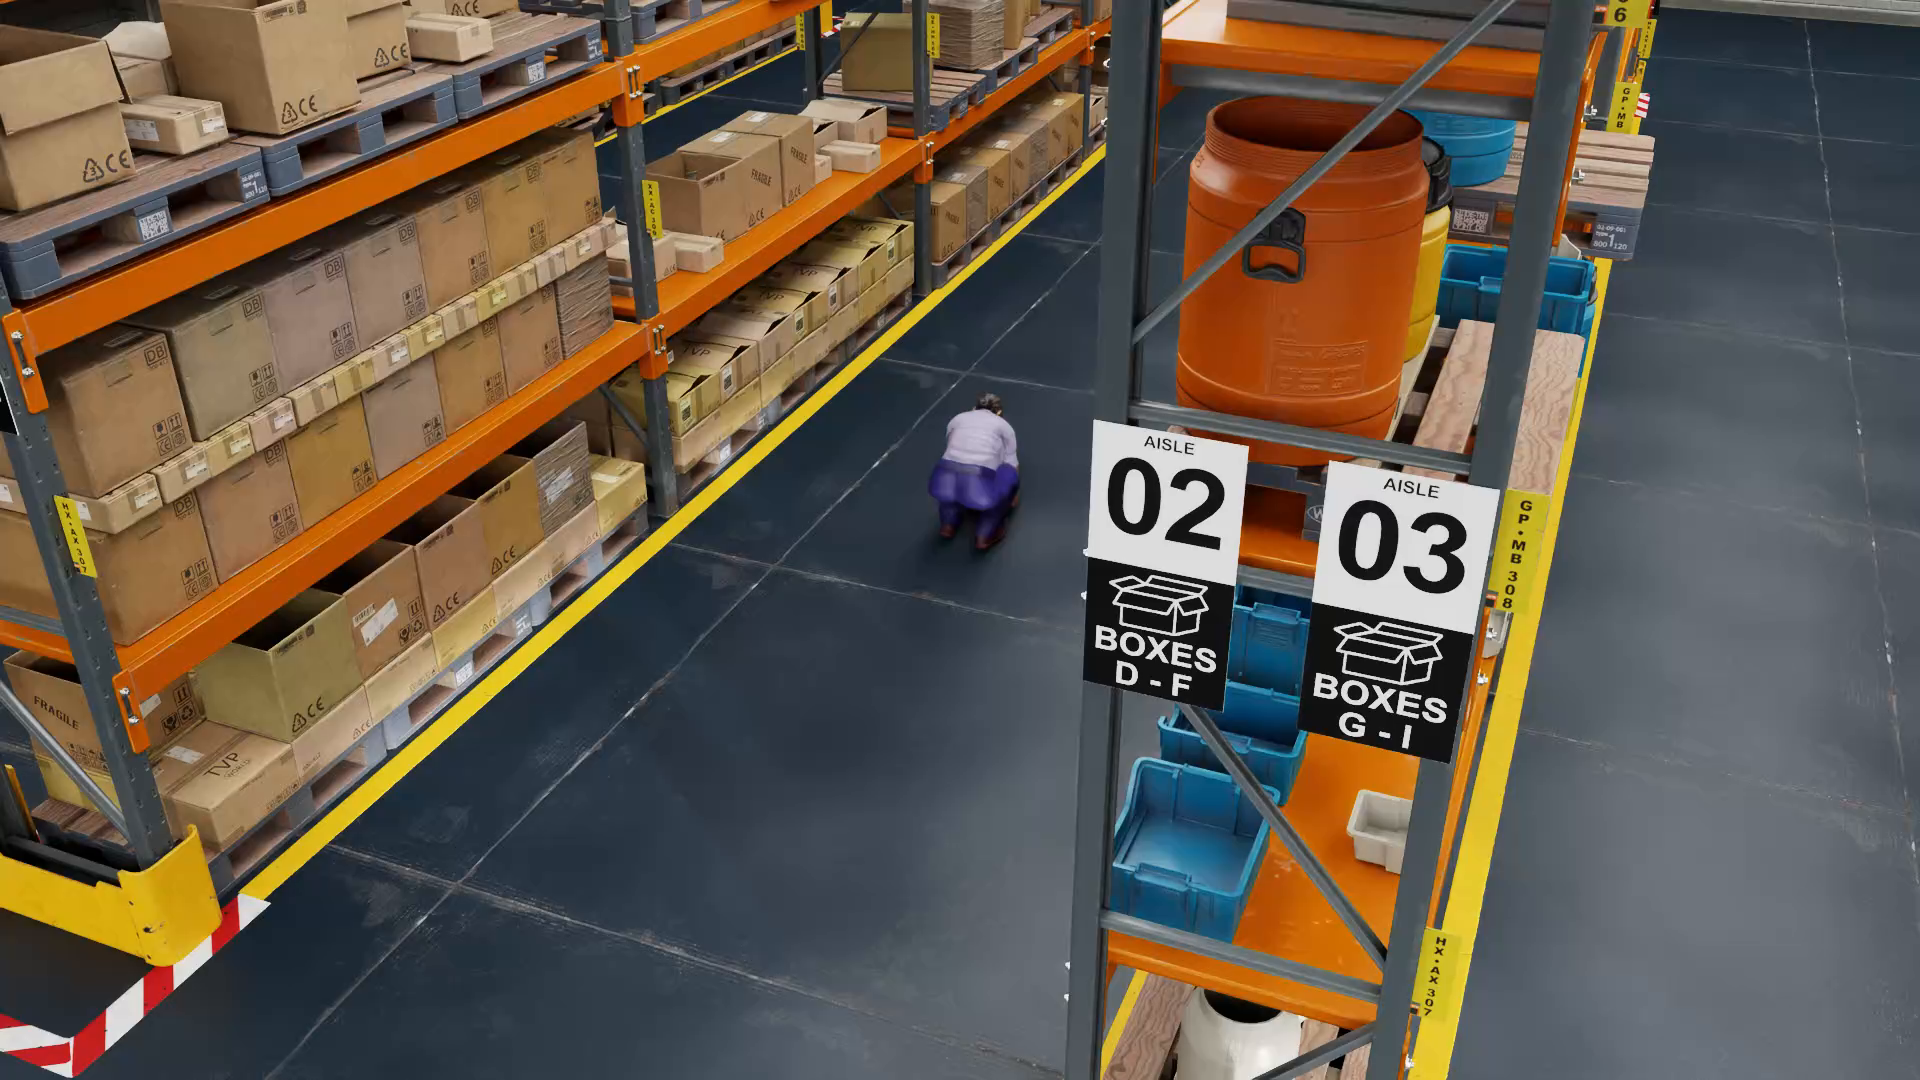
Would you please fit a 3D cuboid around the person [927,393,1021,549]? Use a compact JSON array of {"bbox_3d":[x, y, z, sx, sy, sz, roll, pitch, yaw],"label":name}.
[{"bbox_3d":[0.103,-0.397,10.053,0.500,0.777,0.869,11,32,18],"label":"person"}]
